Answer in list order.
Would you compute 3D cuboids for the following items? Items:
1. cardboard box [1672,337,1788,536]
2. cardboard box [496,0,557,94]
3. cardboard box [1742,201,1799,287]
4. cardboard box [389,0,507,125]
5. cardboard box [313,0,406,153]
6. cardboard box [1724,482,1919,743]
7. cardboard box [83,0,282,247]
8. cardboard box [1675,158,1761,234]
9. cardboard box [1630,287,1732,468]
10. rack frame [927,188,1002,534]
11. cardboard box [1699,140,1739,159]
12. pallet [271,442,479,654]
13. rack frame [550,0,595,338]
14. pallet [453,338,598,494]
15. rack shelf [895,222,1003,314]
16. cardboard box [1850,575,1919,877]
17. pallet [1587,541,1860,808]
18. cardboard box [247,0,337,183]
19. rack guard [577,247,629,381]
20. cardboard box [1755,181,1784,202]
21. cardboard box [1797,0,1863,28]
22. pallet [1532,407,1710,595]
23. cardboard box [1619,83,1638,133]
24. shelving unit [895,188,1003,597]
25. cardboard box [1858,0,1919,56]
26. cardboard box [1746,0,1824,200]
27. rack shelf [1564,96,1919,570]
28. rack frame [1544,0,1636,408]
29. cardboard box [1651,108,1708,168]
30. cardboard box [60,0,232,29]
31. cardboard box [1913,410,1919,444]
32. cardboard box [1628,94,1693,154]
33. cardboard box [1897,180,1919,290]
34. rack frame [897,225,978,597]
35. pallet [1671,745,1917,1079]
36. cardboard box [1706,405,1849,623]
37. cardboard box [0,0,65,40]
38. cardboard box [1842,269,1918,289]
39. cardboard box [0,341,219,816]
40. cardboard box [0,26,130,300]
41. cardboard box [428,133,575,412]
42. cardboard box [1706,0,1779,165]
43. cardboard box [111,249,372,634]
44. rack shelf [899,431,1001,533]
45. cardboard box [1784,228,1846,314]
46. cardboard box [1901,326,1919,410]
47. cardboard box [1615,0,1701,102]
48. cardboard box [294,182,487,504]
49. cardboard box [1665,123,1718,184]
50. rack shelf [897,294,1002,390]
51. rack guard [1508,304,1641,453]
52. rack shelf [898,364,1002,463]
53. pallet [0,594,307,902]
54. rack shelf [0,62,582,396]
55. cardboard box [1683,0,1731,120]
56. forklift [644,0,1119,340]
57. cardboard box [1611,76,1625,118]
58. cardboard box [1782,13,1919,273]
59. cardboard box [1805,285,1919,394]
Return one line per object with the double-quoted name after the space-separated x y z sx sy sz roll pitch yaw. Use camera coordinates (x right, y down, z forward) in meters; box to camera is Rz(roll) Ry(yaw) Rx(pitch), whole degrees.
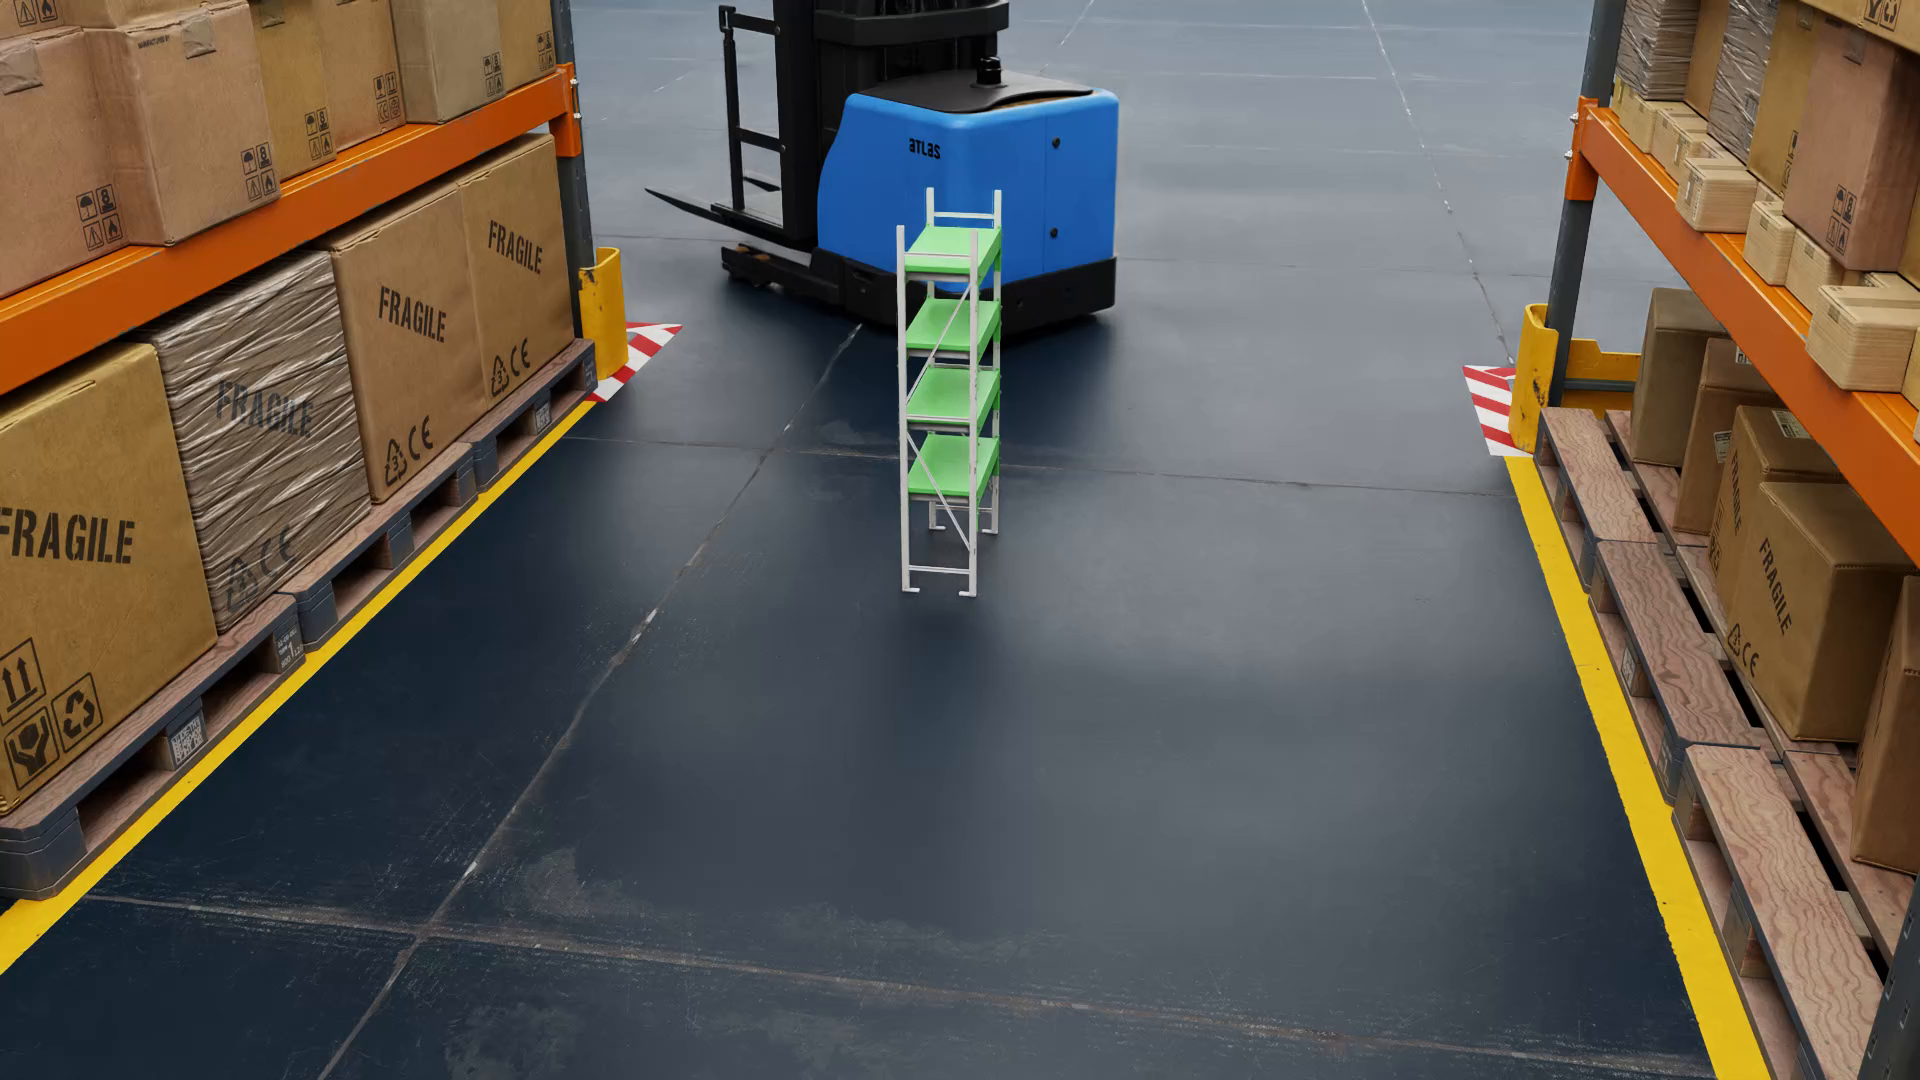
2.606 -0.308 5.323 0.500 0.500 0.500 11 27 22 "cardboard box"
-2.104 -2.058 6.431 0.875 0.550 0.550 4 25 9 "cardboard box"
2.140 -0.712 4.030 0.380 0.149 0.250 4 25 9 "cardboard box"
-2.172 -1.826 5.937 0.875 0.550 0.550 4 25 9 "cardboard box"
-2.388 -1.601 5.455 0.875 0.550 0.550 4 25 9 "cardboard box"
2.350 0.183 4.274 0.500 0.500 0.500 2 25 4 "cardboard box"
-2.421 -1.148 4.487 0.875 0.550 0.550 4 25 9 "cardboard box"
2.166 -0.925 4.485 0.380 0.149 0.250 4 25 9 "cardboard box"
2.670 -0.560 5.862 0.500 0.500 0.500 9 27 18 "cardboard box"
0.013 -0.576 5.566 0.240 1.200 0.015 4 25 9 "rack frame"
2.309 -1.023 4.693 0.380 0.149 0.250 4 25 9 "cardboard box"
-2.343 -0.037 5.580 1.003 0.211 1.213 4 25 9 "pallet"
-2.088 -2.148 6.801 1.000 3.000 0.127 4 25 9 "rack frame"
-2.142 -0.545 6.666 1.003 0.211 1.213 4 25 9 "pallet"
-0.027 -0.851 5.171 0.258 0.148 0.480 4 25 9 "rack shelf"
2.326 0.448 3.708 0.500 0.500 0.500 13 28 25 "cardboard box"
2.407 0.378 4.692 1.003 0.211 1.213 4 25 9 "pallet"
-2.434 -1.376 4.975 0.875 0.550 0.500 4 25 9 "cardboard box"
-2.084 -1.026 7.353 1.175 0.500 0.348 4 25 9 "rack guard"
2.256 -0.812 4.242 0.380 0.149 0.250 4 25 9 "cardboard box"
2.100 -1.348 3.443 0.500 0.500 0.500 4 25 9 "cardboard box"
2.609 -0.130 5.779 1.003 0.211 1.213 4 25 9 "pallet"
2.447 -1.443 5.590 0.380 0.149 0.250 4 25 9 "cardboard box"
-0.027 -0.474 5.348 0.258 1.200 0.503 4 25 9 "shelving unit"
2.017 -1.139 2.996 0.500 0.500 0.500 4 25 9 "cardboard box"
2.491 -1.082 4.055 0.875 0.500 0.500 4 25 9 "cardboard box"
2.462 -0.600 4.342 1.077 0.370 4.000 4 25 9 "rack shelf"
2.789 -1.762 5.977 1.000 3.000 0.127 4 25 9 "rack frame"
2.371 -1.233 5.143 0.380 0.149 0.250 4 25 9 "cardboard box"
-2.449 -1.639 4.262 0.875 0.550 0.550 4 25 9 "cardboard box"
1.930 -0.190 2.914 0.380 0.149 0.250 4 25 9 "cardboard box"
2.391 -1.339 5.369 0.380 0.149 0.250 4 25 9 "cardboard box"
2.386 -0.660 3.153 0.875 0.500 0.500 4 25 9 "cardboard box"
-0.067 -0.372 5.130 0.240 1.200 0.015 4 25 9 "rack frame"
2.210 0.890 3.599 1.003 0.211 1.213 4 25 9 "pallet"
2.485 -0.048 4.766 0.500 0.500 0.500 6 26 13 "cardboard box"
-2.673 -1.422 3.800 0.875 0.550 0.550 4 25 9 "cardboard box"
2.132 -0.498 3.572 0.380 0.149 0.250 4 25 9 "cardboard box"
-2.570 0.039 4.140 0.875 0.875 0.875 4 25 9 "cardboard box"
-2.626 -0.930 4.022 0.875 0.550 0.550 4 25 9 "cardboard box"
-2.134 -1.088 6.547 0.875 0.875 0.875 4 25 9 "cardboard box"
2.584 -1.291 4.500 0.875 0.500 0.500 4 25 9 "cardboard box"
-2.427 -0.339 4.946 0.875 0.875 0.875 4 25 9 "cardboard box"
-0.027 -0.199 5.477 0.258 0.148 0.480 4 25 9 "rack shelf"
2.133 -0.605 3.801 0.380 0.149 0.250 4 25 9 "cardboard box"
2.030 -0.290 3.128 0.380 0.149 0.250 4 25 9 "cardboard box"
2.672 -1.714 5.405 0.875 0.500 0.500 4 25 9 "cardboard box"
-2.276 -0.720 5.760 0.875 0.875 0.875 4 25 8 "cardboard box"
2.323 -1.129 4.920 0.380 0.149 0.250 4 25 9 "cardboard box"
-0.027 -0.634 5.273 0.258 0.148 0.480 4 25 9 "rack shelf"
2.776 -0.598 6.439 1.175 0.500 0.348 4 25 9 "rack guard"
-0.027 -0.416 5.375 0.258 0.148 0.480 4 25 9 "rack shelf"
-2.540 0.475 4.486 1.003 0.211 1.213 4 25 9 "pallet"
-2.415 -0.986 5.167 1.077 0.370 4.000 4 25 9 "rack shelf"
2.708 -1.497 4.941 0.875 0.500 0.500 4 25 9 "cardboard box"
-0.585 -2.747 8.162 1.130 2.935 3.031 -20 31 -36 "forklift"
2.507 -1.546 5.811 0.380 0.149 0.250 4 25 9 "cardboard box"
2.368 -0.876 3.615 0.875 0.500 0.500 4 25 9 "cardboard box"
1.961 -0.403 3.368 0.380 0.149 0.250 4 25 9 "cardboard box"
